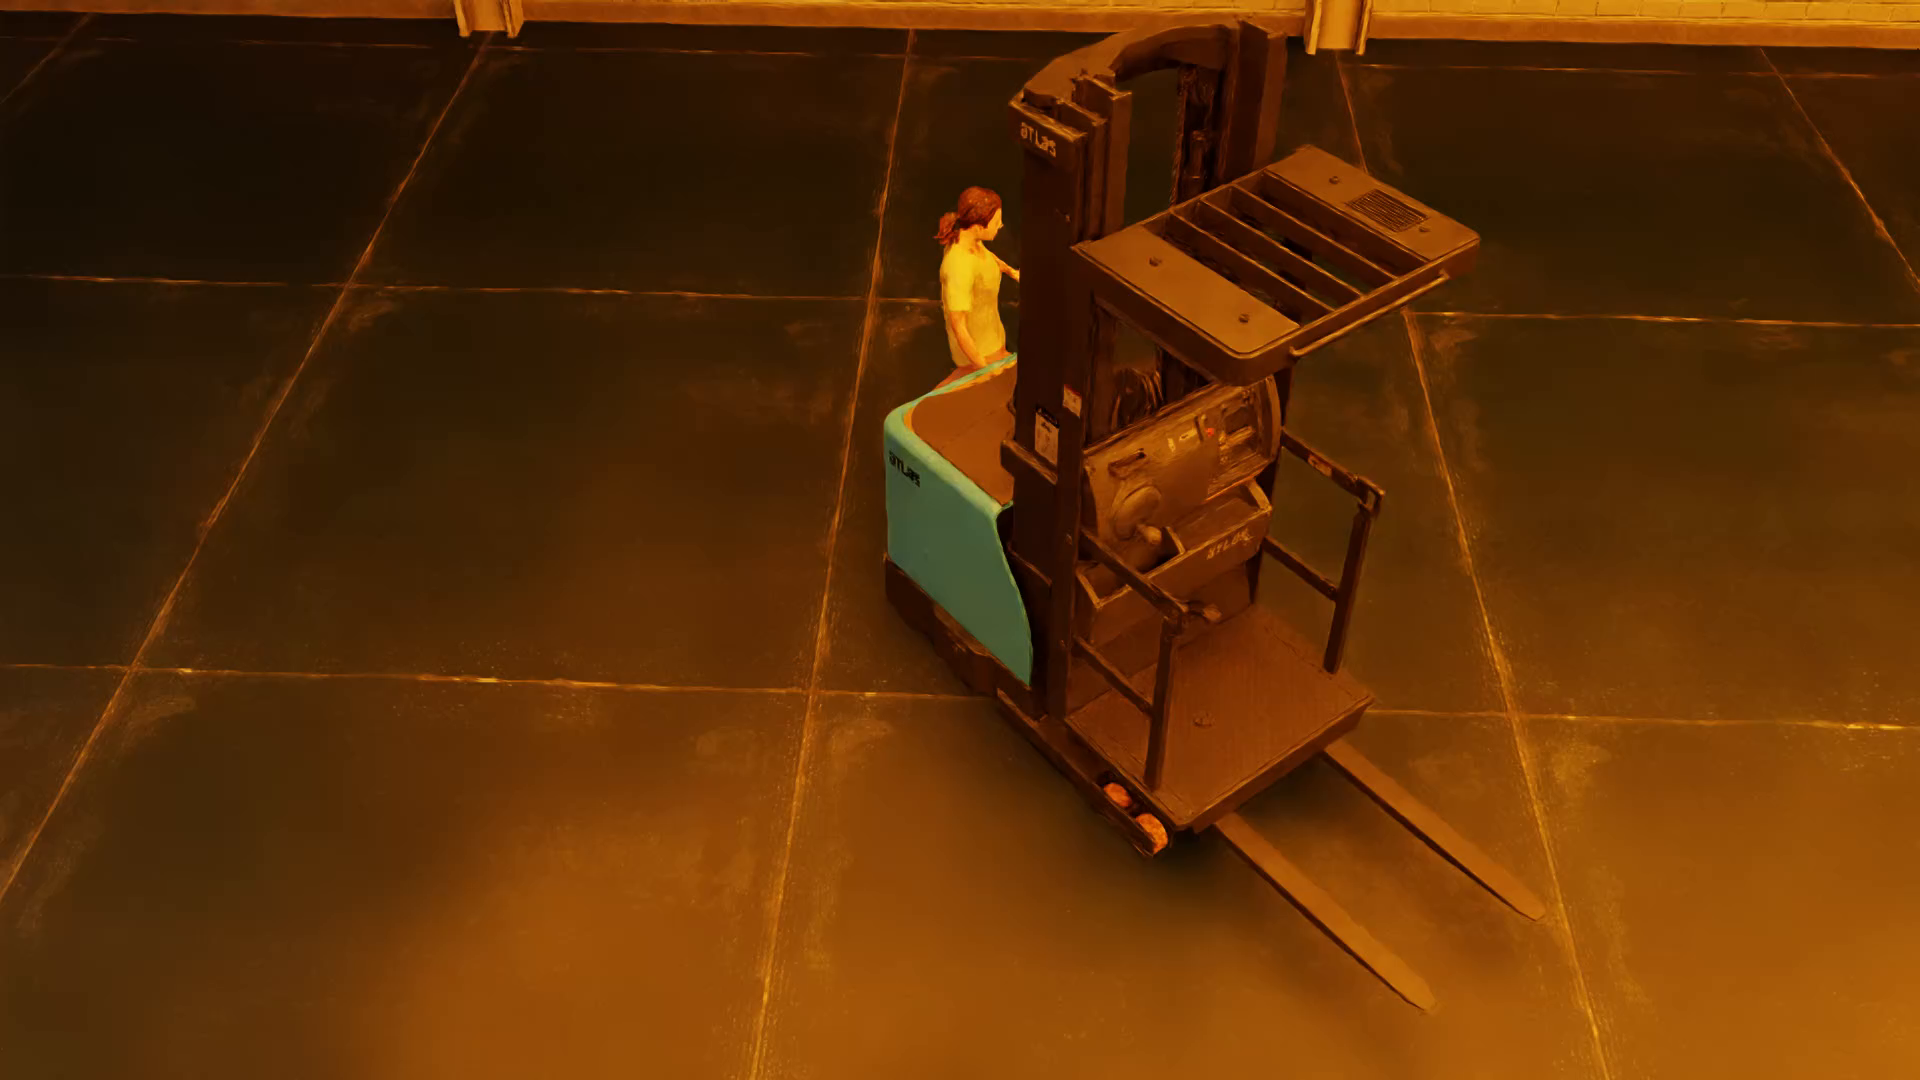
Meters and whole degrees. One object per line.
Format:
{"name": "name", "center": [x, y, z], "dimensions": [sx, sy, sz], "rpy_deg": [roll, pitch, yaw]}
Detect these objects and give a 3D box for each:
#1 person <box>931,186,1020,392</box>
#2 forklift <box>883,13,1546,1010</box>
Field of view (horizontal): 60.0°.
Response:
{"name": "person", "center": [0.104, -0.998, 7.864], "dimensions": [0.688, 1.510, 0.874], "rpy_deg": [3, 42, 3]}
{"name": "forklift", "center": [0.962, -0.225, 5.988], "dimensions": [1.130, 2.935, 3.031], "rpy_deg": [-28, 49, -27]}
